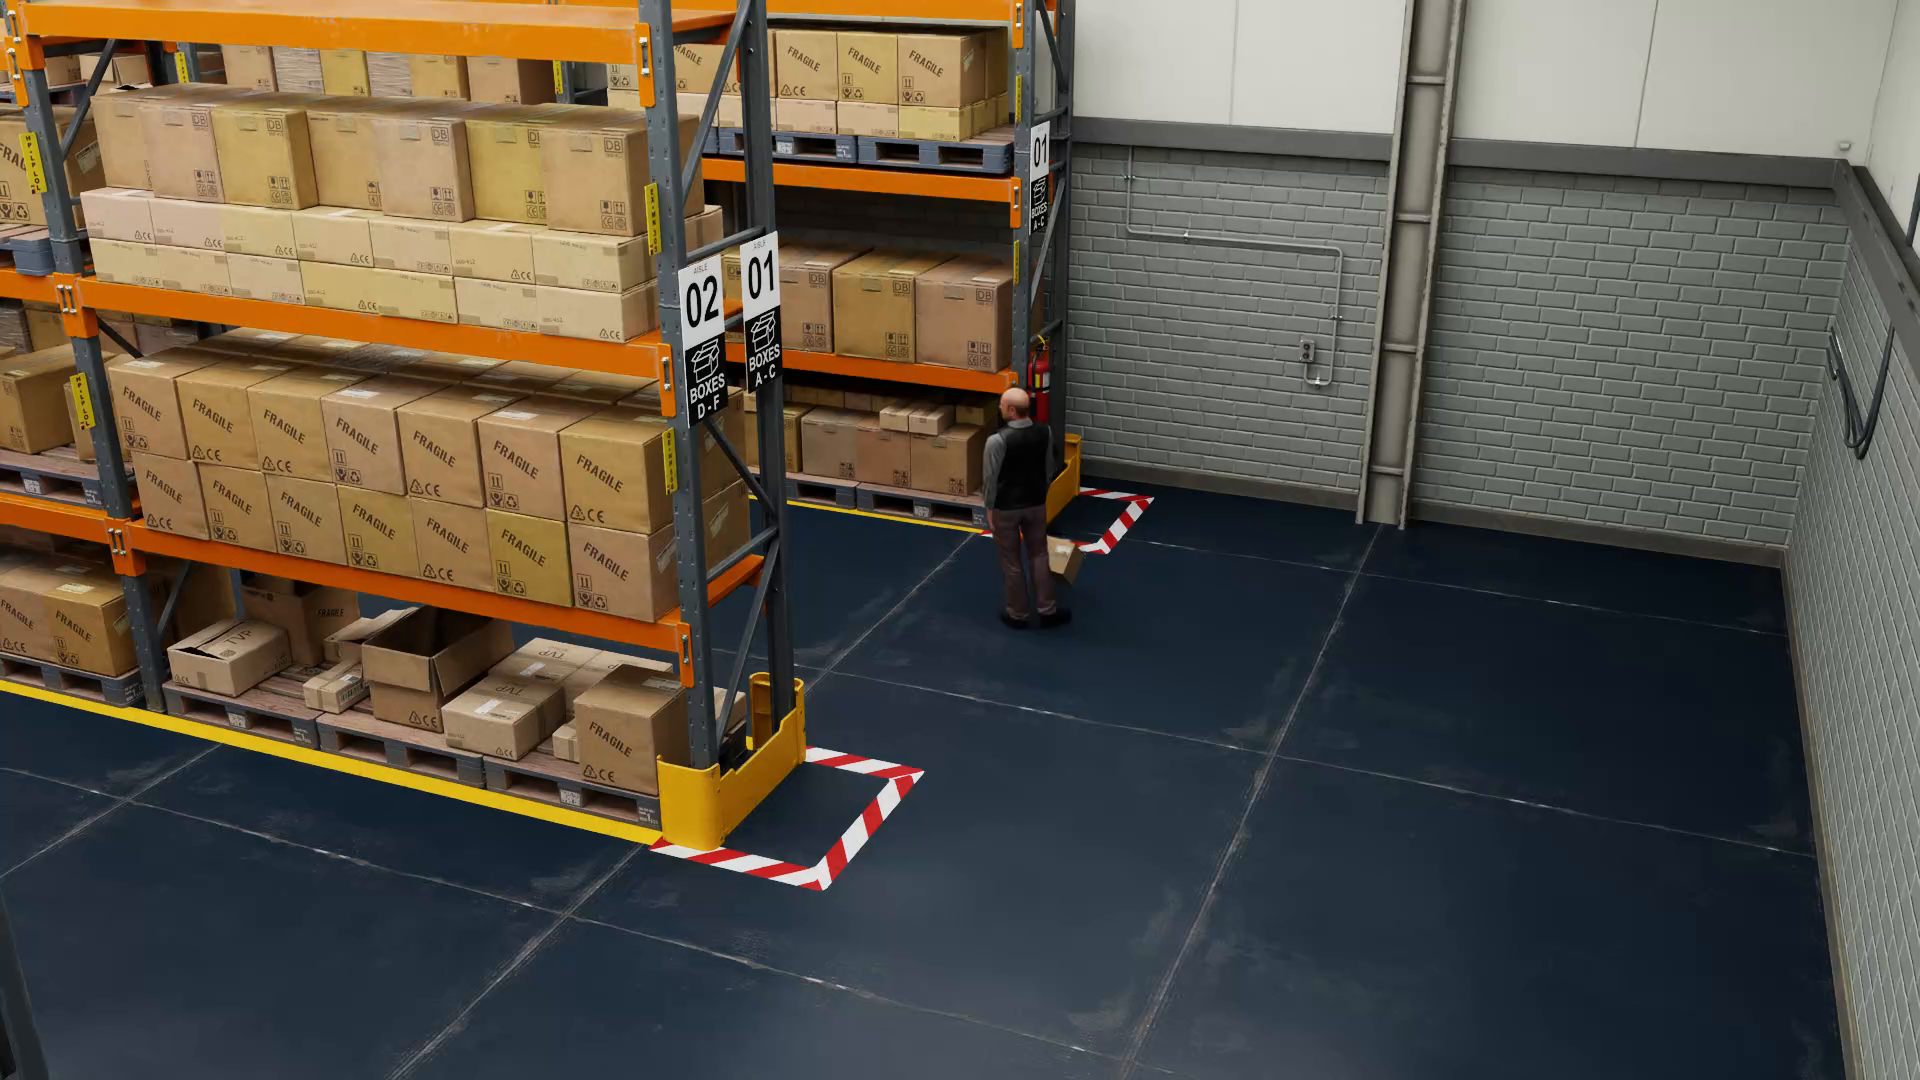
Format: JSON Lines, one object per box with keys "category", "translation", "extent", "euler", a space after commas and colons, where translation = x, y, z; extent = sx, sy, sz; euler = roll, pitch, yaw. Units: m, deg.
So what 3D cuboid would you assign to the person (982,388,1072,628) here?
{"category": "person", "translation": [0.451, -0.232, 11.497], "extent": [0.678, 1.723, 0.418], "euler": [-10, 24, -22]}
